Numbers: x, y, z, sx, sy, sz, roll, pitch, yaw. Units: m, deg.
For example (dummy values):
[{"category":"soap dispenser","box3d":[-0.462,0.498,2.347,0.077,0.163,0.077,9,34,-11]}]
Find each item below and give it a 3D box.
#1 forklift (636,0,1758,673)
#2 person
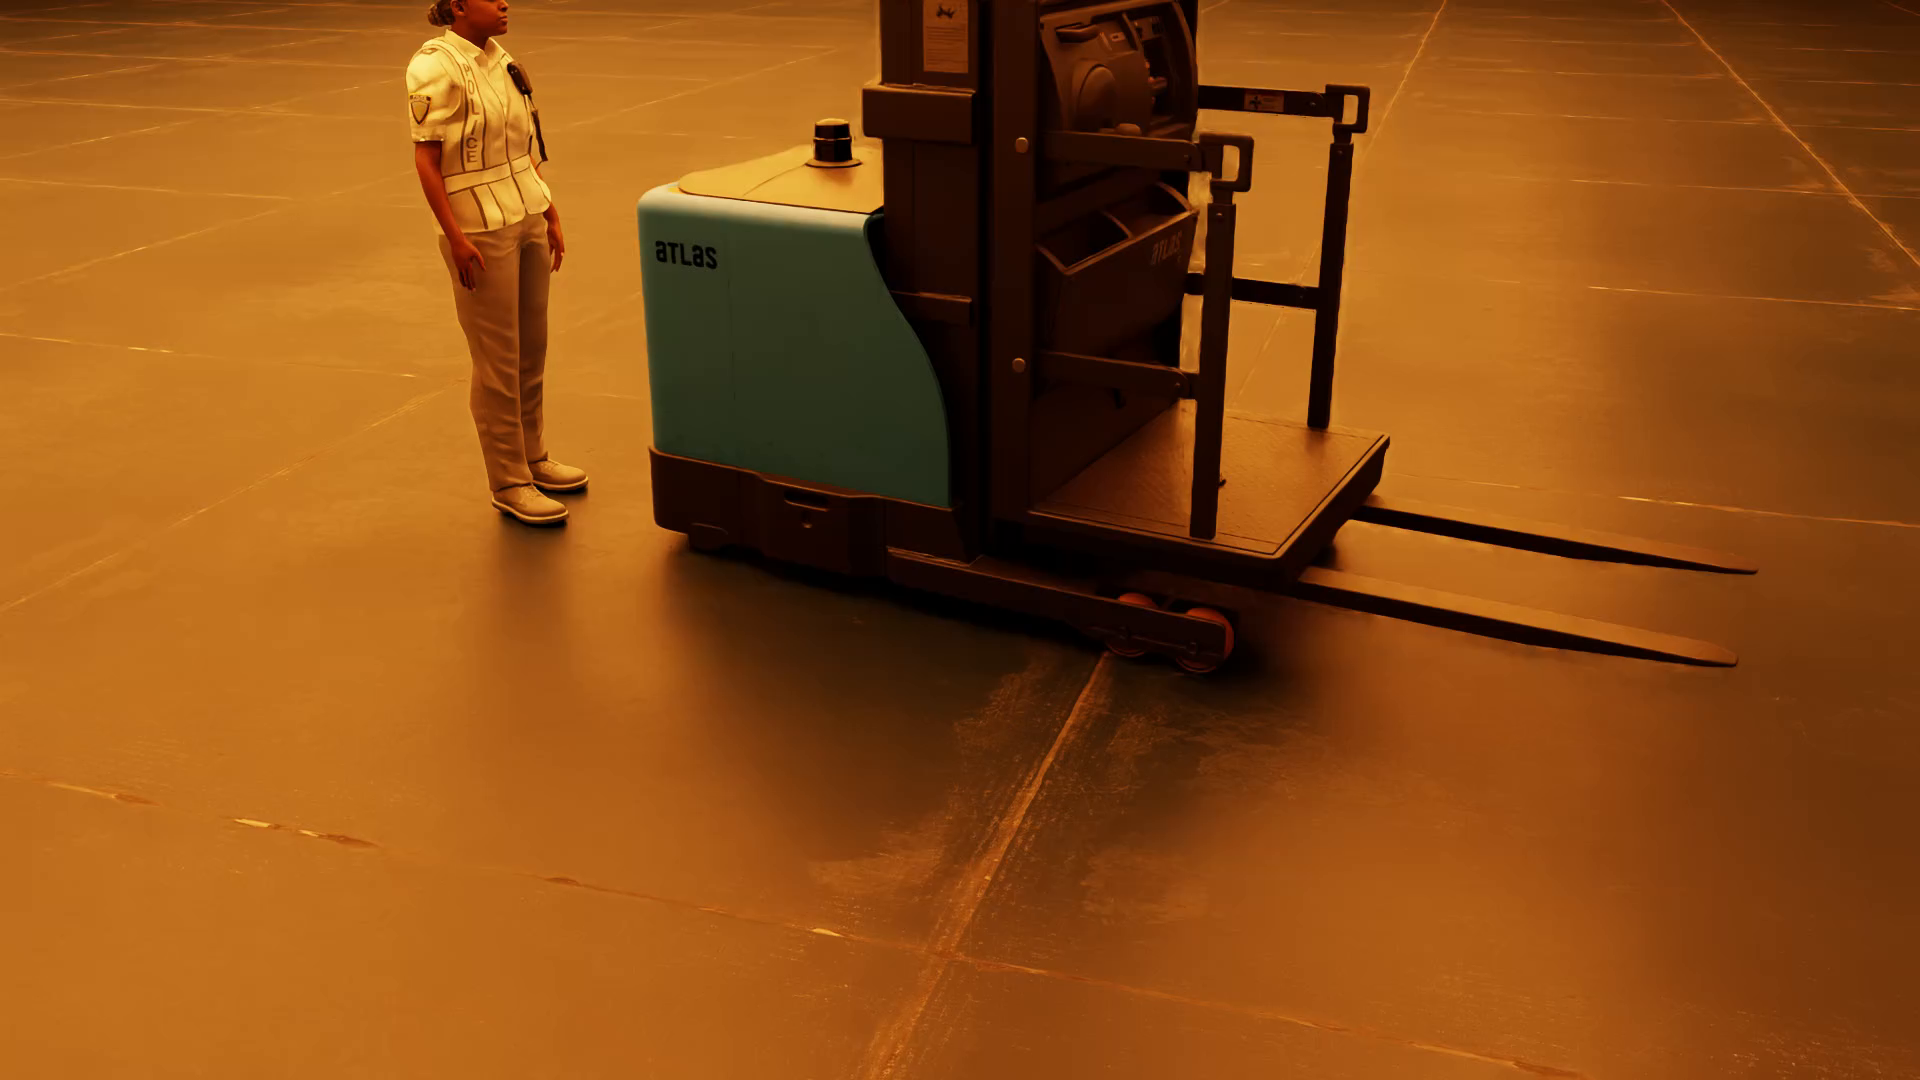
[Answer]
[{"category":"forklift","box3d":[0.609,-1.243,4.291,3.031,2.935,1.130,11,25,26]},{"category":"person","box3d":[-1.402,-0.955,5.194,0.530,1.694,0.568,9,24,20]}]
